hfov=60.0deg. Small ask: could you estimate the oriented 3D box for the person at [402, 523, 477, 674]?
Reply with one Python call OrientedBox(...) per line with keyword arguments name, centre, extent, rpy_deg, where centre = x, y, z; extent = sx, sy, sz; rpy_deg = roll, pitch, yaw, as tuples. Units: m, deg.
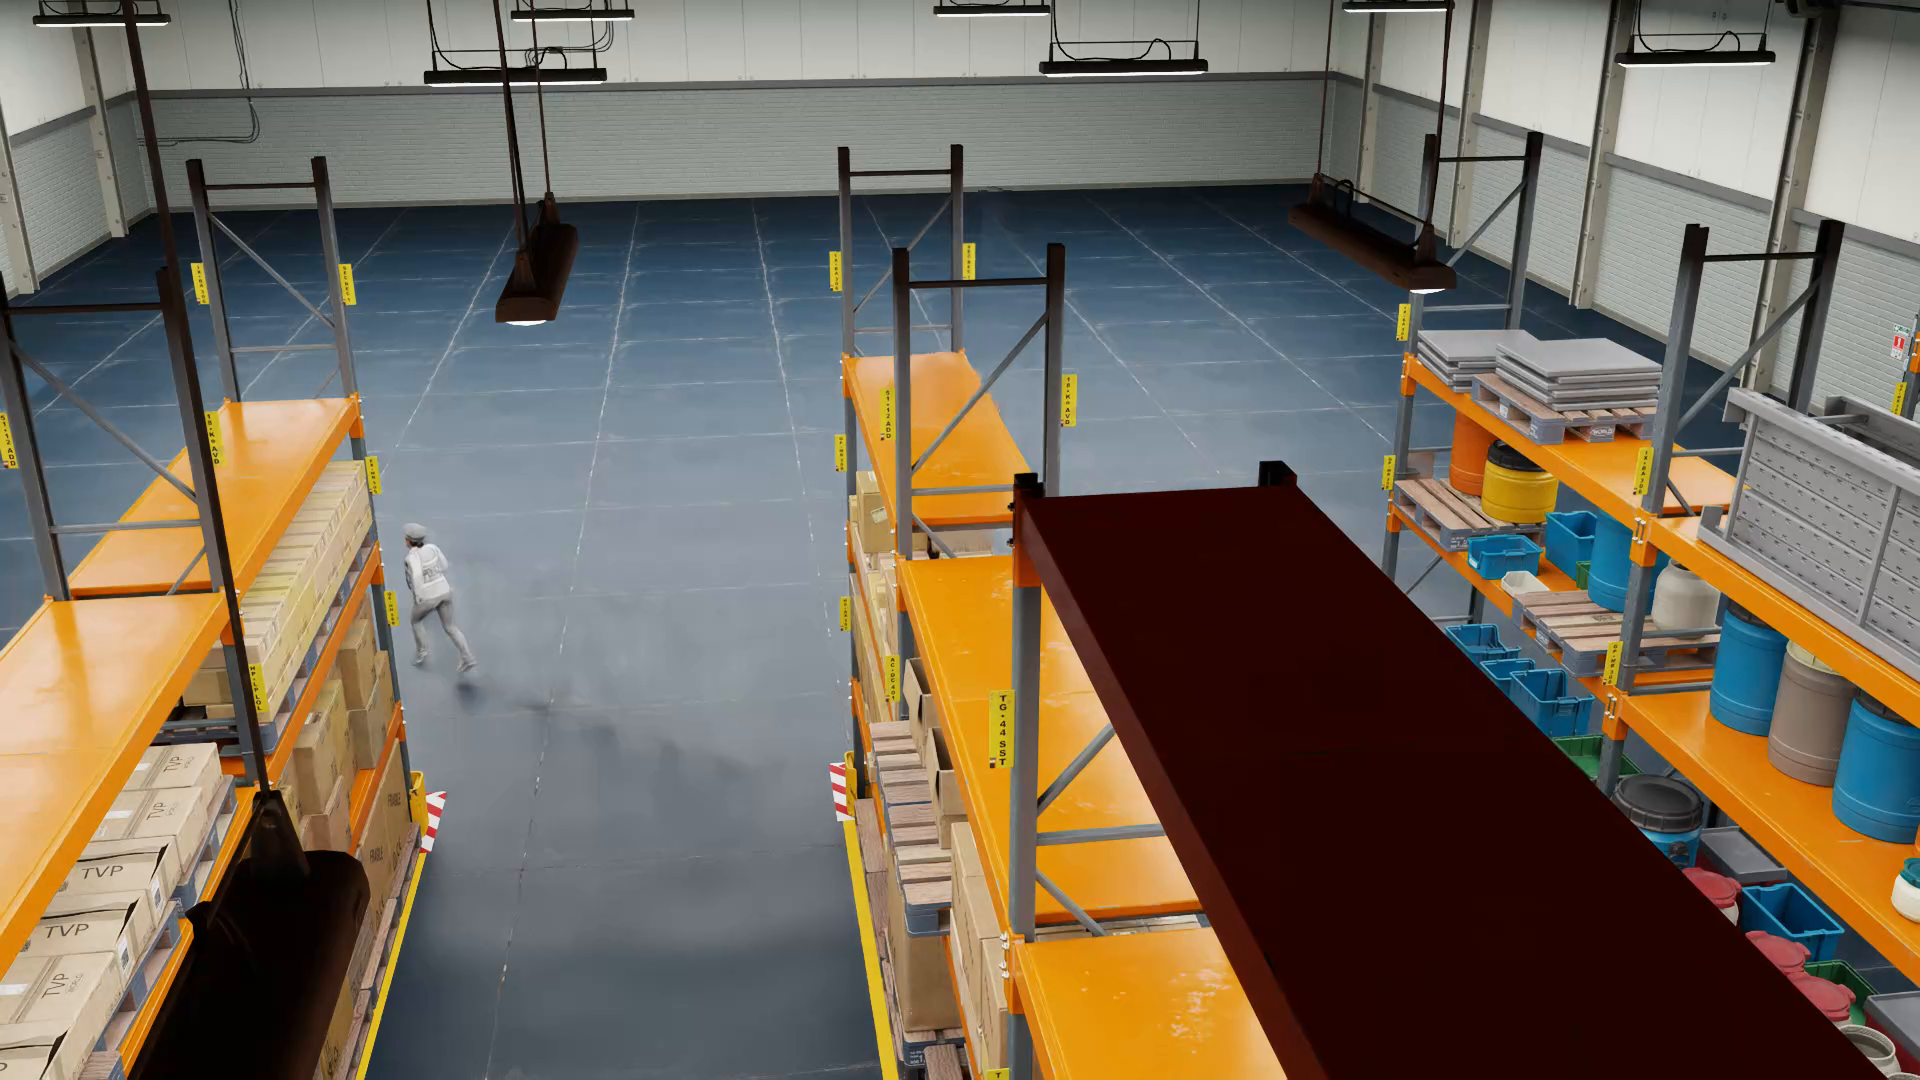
OrientedBox(name="person", centre=(-5.579, 0.671, 17.718), extent=(0.992, 1.695, 0.612), rpy_deg=(15, 26, 33))
